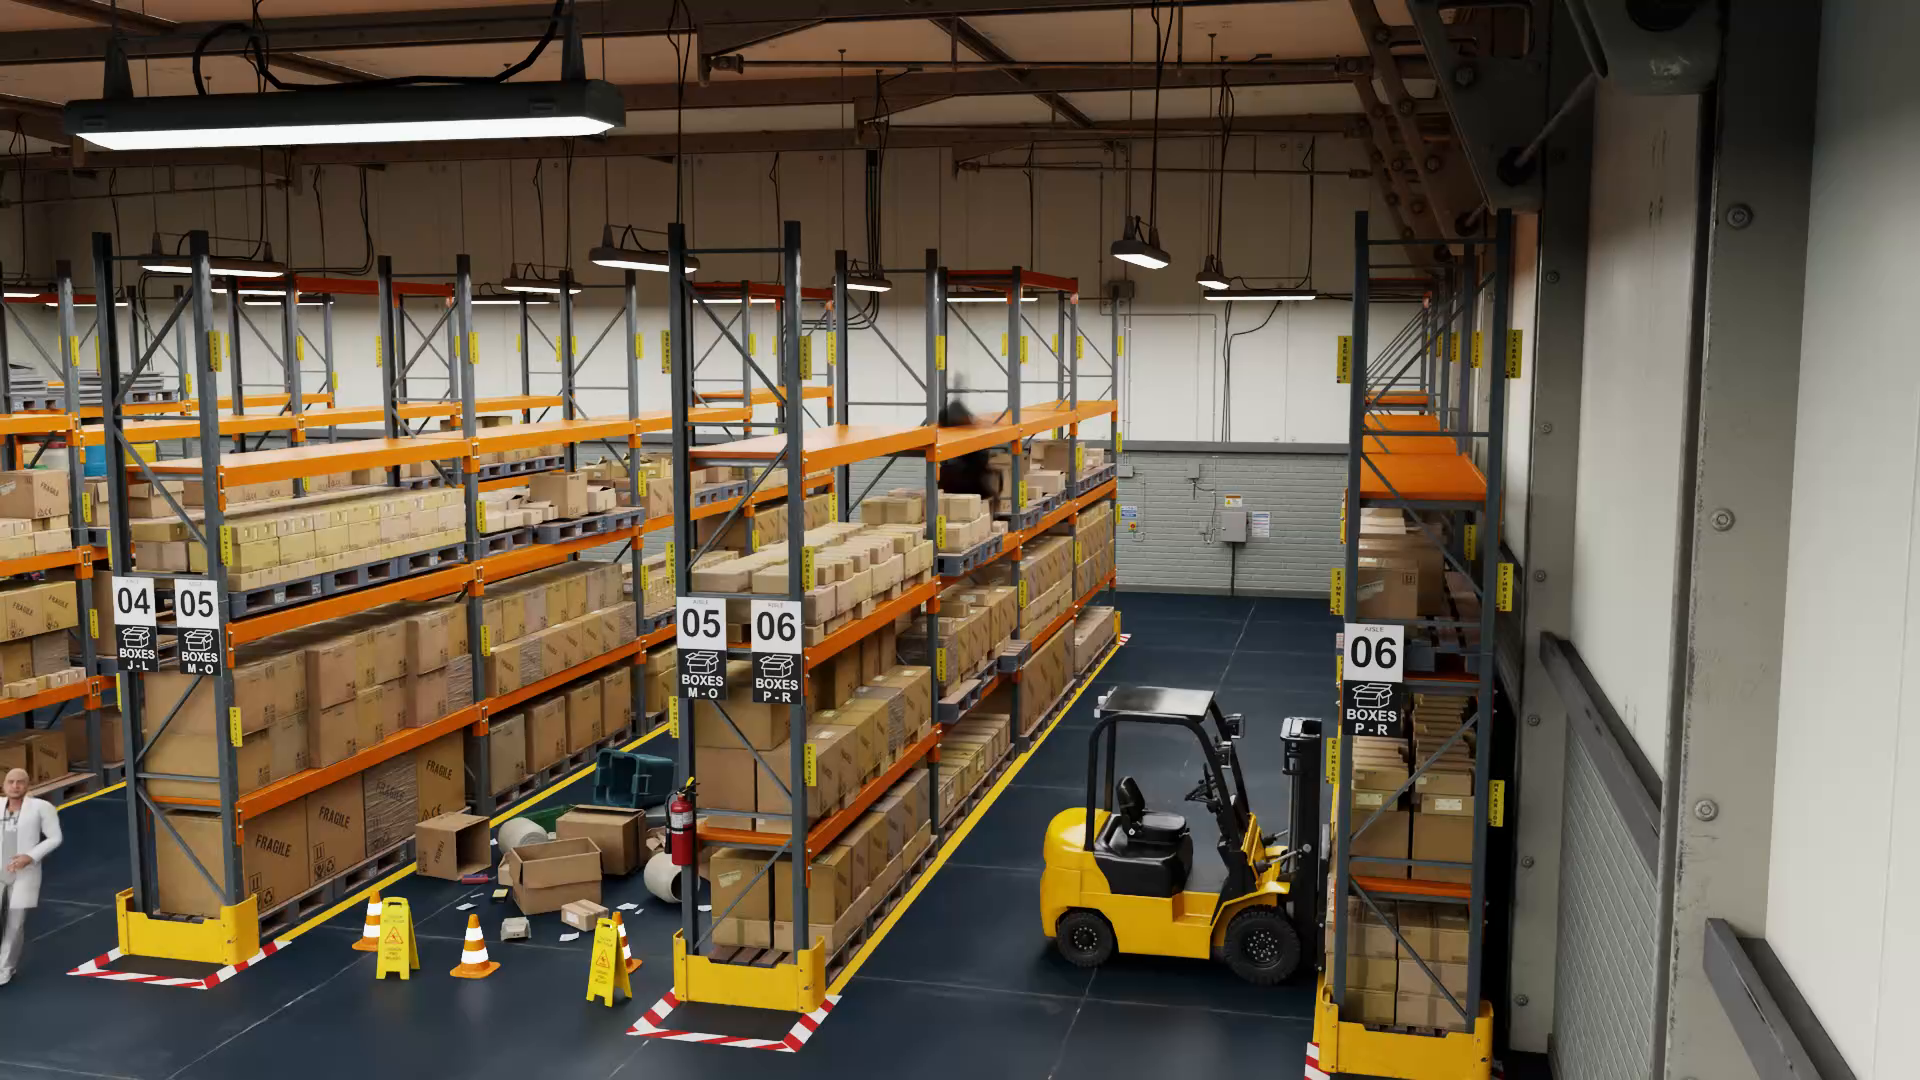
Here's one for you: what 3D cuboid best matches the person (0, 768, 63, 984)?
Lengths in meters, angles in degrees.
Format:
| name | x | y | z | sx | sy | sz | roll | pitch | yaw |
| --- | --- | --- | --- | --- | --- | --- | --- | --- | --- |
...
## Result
| name | x | y | z | sx | sy | sz | roll | pitch | yaw |
| --- | --- | --- | --- | --- | --- | --- | --- | --- | --- |
| person | -7.608 | 2.701 | 13.351 | 0.749 | 1.716 | 0.594 | -3 | 8 | -24 |
